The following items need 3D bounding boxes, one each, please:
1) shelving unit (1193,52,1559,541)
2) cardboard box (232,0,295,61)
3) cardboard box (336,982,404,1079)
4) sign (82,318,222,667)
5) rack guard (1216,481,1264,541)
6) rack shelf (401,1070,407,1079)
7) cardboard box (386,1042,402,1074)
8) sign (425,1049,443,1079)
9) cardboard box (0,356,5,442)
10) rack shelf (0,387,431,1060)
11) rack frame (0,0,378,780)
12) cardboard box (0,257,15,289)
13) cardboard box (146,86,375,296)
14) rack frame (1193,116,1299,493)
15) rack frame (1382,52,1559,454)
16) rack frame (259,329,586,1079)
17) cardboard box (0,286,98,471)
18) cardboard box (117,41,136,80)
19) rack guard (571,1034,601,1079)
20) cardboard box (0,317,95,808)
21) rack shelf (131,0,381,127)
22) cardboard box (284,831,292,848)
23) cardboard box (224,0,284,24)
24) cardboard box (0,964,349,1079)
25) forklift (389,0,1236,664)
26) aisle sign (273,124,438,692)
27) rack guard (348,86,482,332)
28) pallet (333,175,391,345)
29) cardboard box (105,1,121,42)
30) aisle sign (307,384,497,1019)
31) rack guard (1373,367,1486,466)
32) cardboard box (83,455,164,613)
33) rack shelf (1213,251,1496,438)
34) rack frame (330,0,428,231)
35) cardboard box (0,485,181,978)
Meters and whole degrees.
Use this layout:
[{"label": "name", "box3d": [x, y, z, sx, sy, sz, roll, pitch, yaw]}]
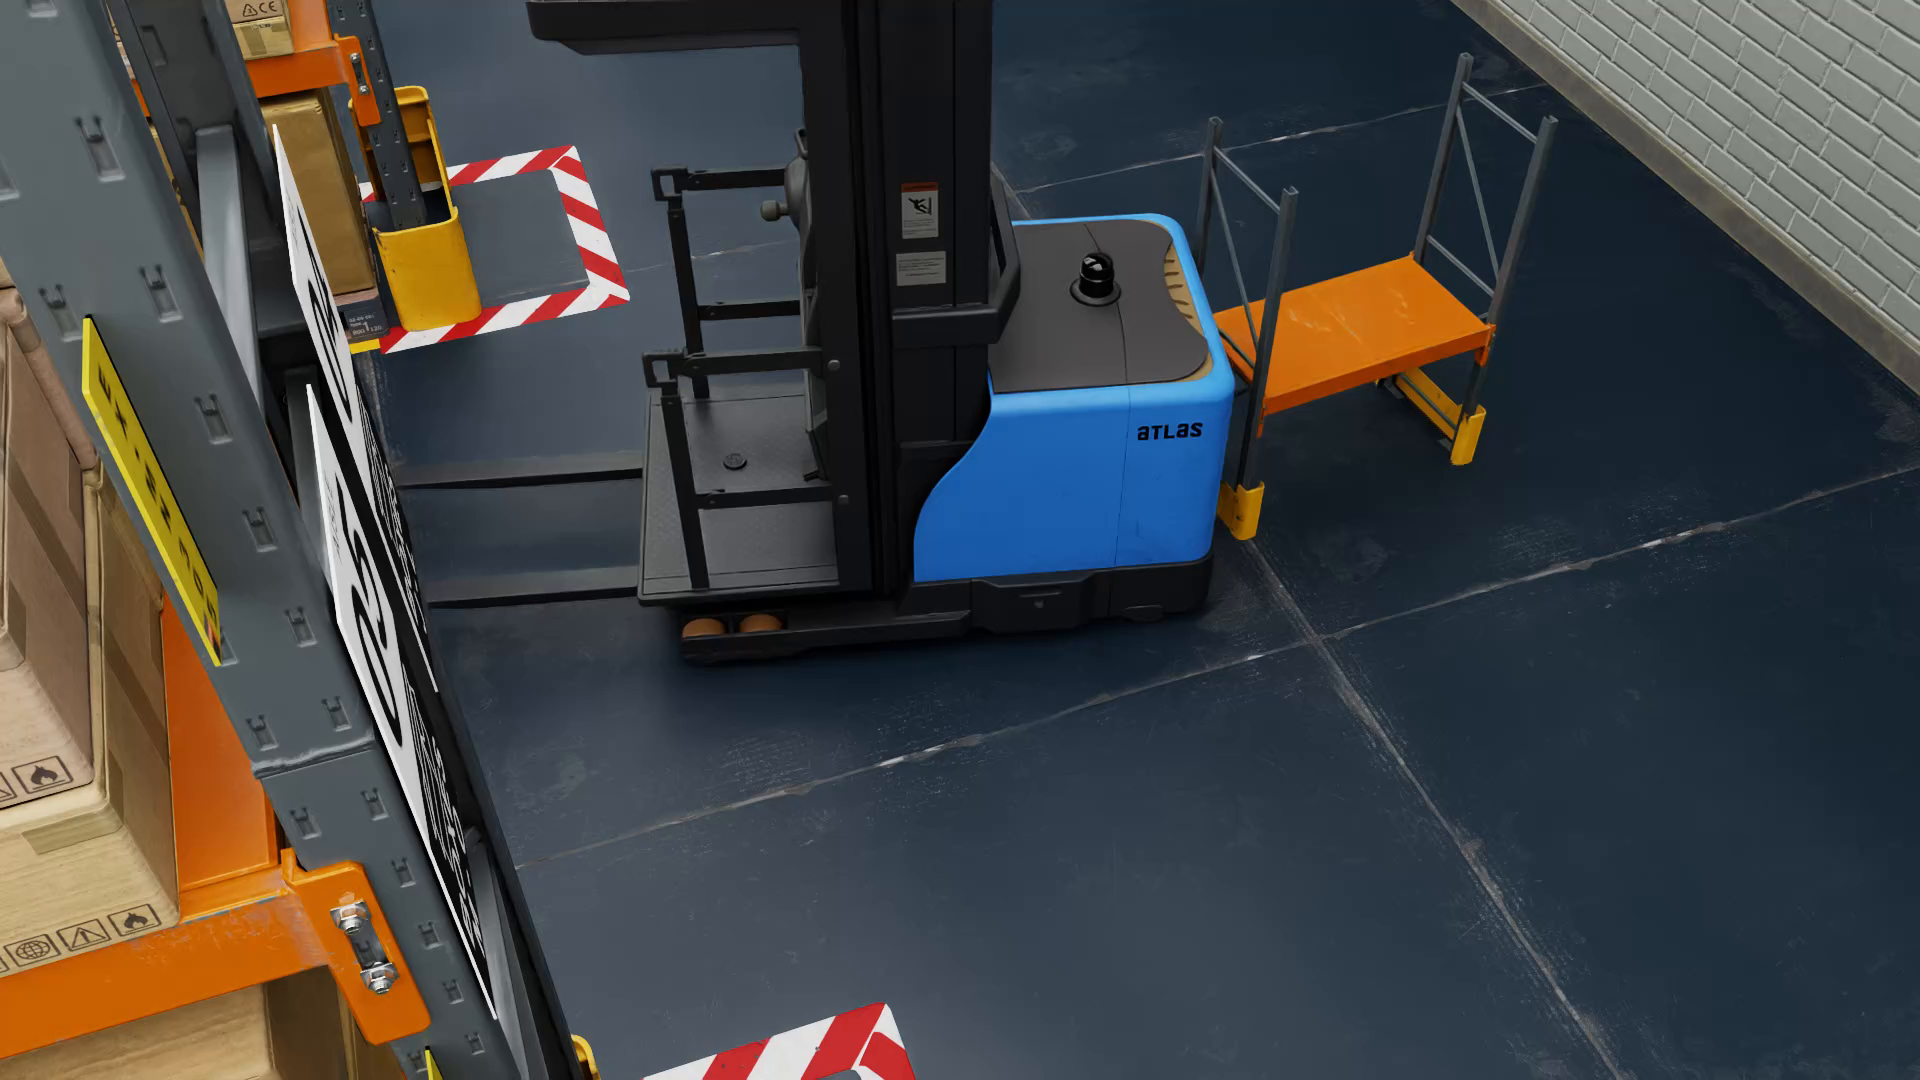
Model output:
[{"label": "shelving unit", "box3d": [1.416, -0.870, 6.058, 1.083, 1.500, 0.587, -18, 48, -17]}, {"label": "cardboard box", "box3d": [-2.668, -1.970, 6.273, 0.250, 0.149, 0.380, -14, 47, -13]}, {"label": "cardboard box", "box3d": [-1.191, 1.104, 2.751, 0.500, 0.500, 0.500, -13, 47, -13]}, {"label": "sign", "box3d": [-0.687, -0.032, 1.421, 0.005, 0.325, 0.100, -14, 47, -14]}, {"label": "rack guard", "box3d": [0.963, -0.282, 6.354, 0.087, 0.250, 0.587, -18, 48, -17]}, {"label": "rack shelf", "box3d": [-2.737, 1.700, 2.946, 4.000, 0.370, 1.077, -14, 47, -14]}, {"label": "cardboard box", "box3d": [-1.372, 0.748, 3.106, 0.500, 0.500, 0.500, -12, 46, -12]}, {"label": "sign", "box3d": [-0.687, 0.819, 2.275, 0.005, 0.325, 0.100, -14, 47, -14]}, {"label": "cardboard box", "box3d": [-1.069, -0.083, 1.568, 0.250, 0.149, 0.380, -15, 47, -14]}, {"label": "rack shelf", "box3d": [-2.737, 0.641, 1.884, 4.000, 0.370, 1.077, -14, 47, -14]}, {"label": "rack frame", "box3d": [-0.856, -1.153, 1.046, 0.127, 3.000, 1.000, -14, 47, -14]}, {"label": "cardboard box", "box3d": [-1.238, -0.432, 1.917, 0.250, 0.149, 0.380, -15, 47, -14]}, {"label": "cardboard box", "box3d": [-3.020, -1.555, 6.885, 0.875, 0.875, 0.875, -14, 47, -14]}, {"label": "rack frame", "box3d": [0.946, -0.717, 5.906, 0.032, 1.500, 0.500, -18, 48, -17]}, {"label": "rack frame", "box3d": [1.870, -1.018, 6.205, 0.032, 1.500, 0.500, -18, 48, -17]}, {"label": "rack frame", "box3d": [-0.856, 0.965, 3.171, 0.127, 3.000, 1.000, -14, 47, -14]}, {"label": "cardboard box", "box3d": [-1.367, -0.283, 2.049, 0.500, 0.250, 0.500, -14, 47, -13]}, {"label": "cardboard box", "box3d": [-3.150, -1.847, 6.150, 0.250, 0.149, 0.380, -14, 47, -14]}, {"label": "rack guard", "box3d": [-0.928, 1.865, 4.038, 0.348, 0.500, 1.175, -14, 47, -14]}, {"label": "cardboard box", "box3d": [-1.203, 0.063, 1.705, 0.500, 0.250, 0.500, -16, 47, -15]}, {"label": "rack shelf", "box3d": [-4.326, -1.629, 6.264, 4.000, 0.370, 1.077, -14, 47, -14]}, {"label": "cardboard box", "box3d": [-1.369, 0.403, 2.744, 0.500, 0.500, 0.500, -15, 47, -14]}, {"label": "cardboard box", "box3d": [-2.811, -2.123, 6.144, 0.500, 0.250, 0.500, -15, 47, -14]}, {"label": "cardboard box", "box3d": [-1.202, 0.747, 2.401, 0.500, 0.500, 0.500, -15, 47, -15]}, {"label": "forklift", "box3d": [-0.660, -0.998, 5.175, 3.031, 2.935, 1.130, -4, 45, -4]}, {"label": "aisle sign", "box3d": [-0.889, -0.170, 2.466, 0.004, 0.787, 0.394, -14, 47, -14]}, {"label": "rack guard", "box3d": [-2.423, -1.487, 7.379, 0.348, 0.500, 1.175, -14, 47, -14]}, {"label": "pallet", "box3d": [-3.171, -1.135, 7.232, 1.213, 0.211, 1.003, -14, 47, -14]}, {"label": "cardboard box", "box3d": [-3.288, -2.001, 6.022, 0.500, 0.250, 0.500, -15, 47, -15]}, {"label": "aisle sign", "box3d": [-0.686, 0.229, 2.068, 0.004, 0.787, 0.394, -14, 47, -14]}, {"label": "rack guard", "box3d": [1.869, -0.576, 6.648, 0.087, 0.250, 0.587, -18, 48, -17]}, {"label": "cardboard box", "box3d": [-1.365, -0.103, 2.223, 0.500, 0.250, 0.500, -13, 46, -12]}, {"label": "rack shelf", "box3d": [1.408, -0.741, 6.183, 1.000, 0.185, 0.538, -18, 48, -17]}, {"label": "rack frame", "box3d": [-2.445, -2.364, 6.488, 0.127, 3.000, 1.000, -14, 47, -14]}, {"label": "cardboard box", "box3d": [-1.194, 0.245, 1.877, 0.500, 0.250, 0.500, -15, 47, -15]}]
